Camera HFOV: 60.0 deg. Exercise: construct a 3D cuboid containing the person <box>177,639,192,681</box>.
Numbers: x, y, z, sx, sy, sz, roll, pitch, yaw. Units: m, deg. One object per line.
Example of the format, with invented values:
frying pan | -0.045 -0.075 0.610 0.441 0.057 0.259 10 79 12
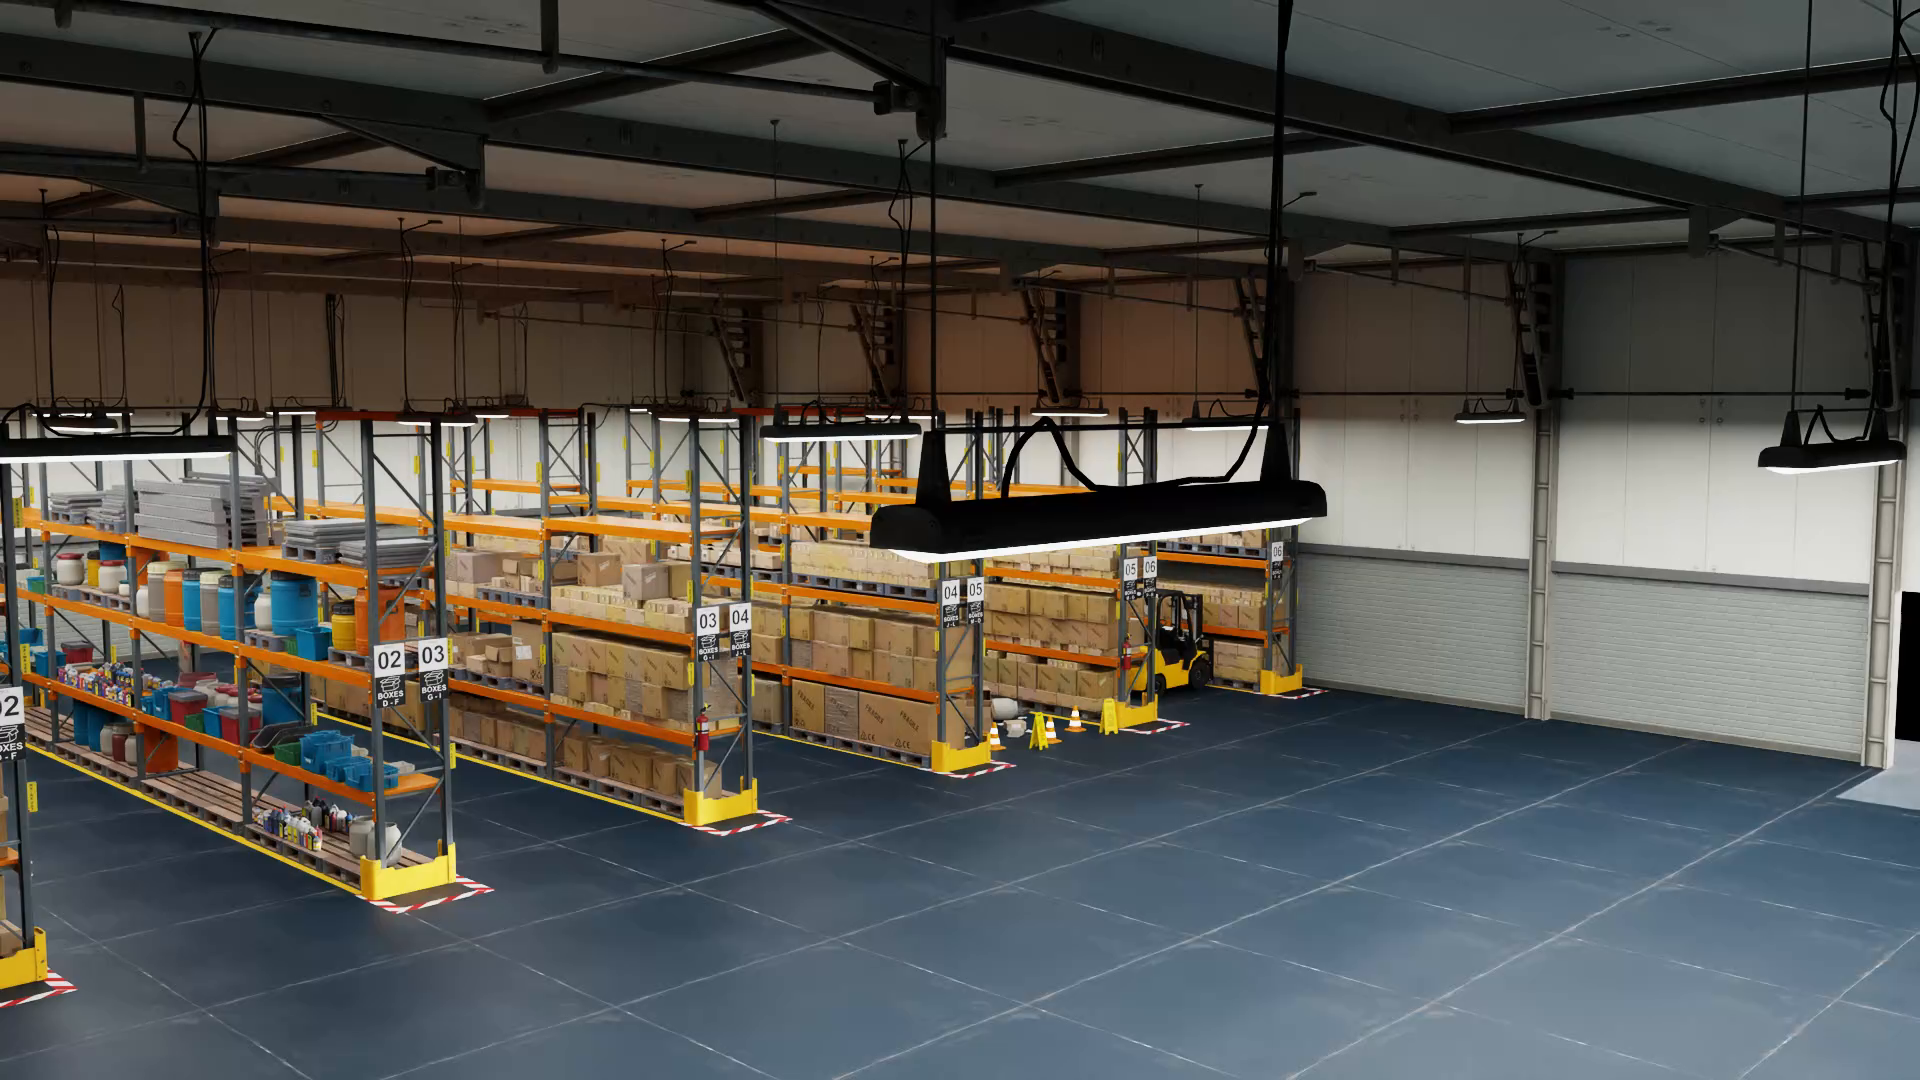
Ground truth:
person | -16.332 2.358 35.183 0.451 1.732 0.543 1 5 8
